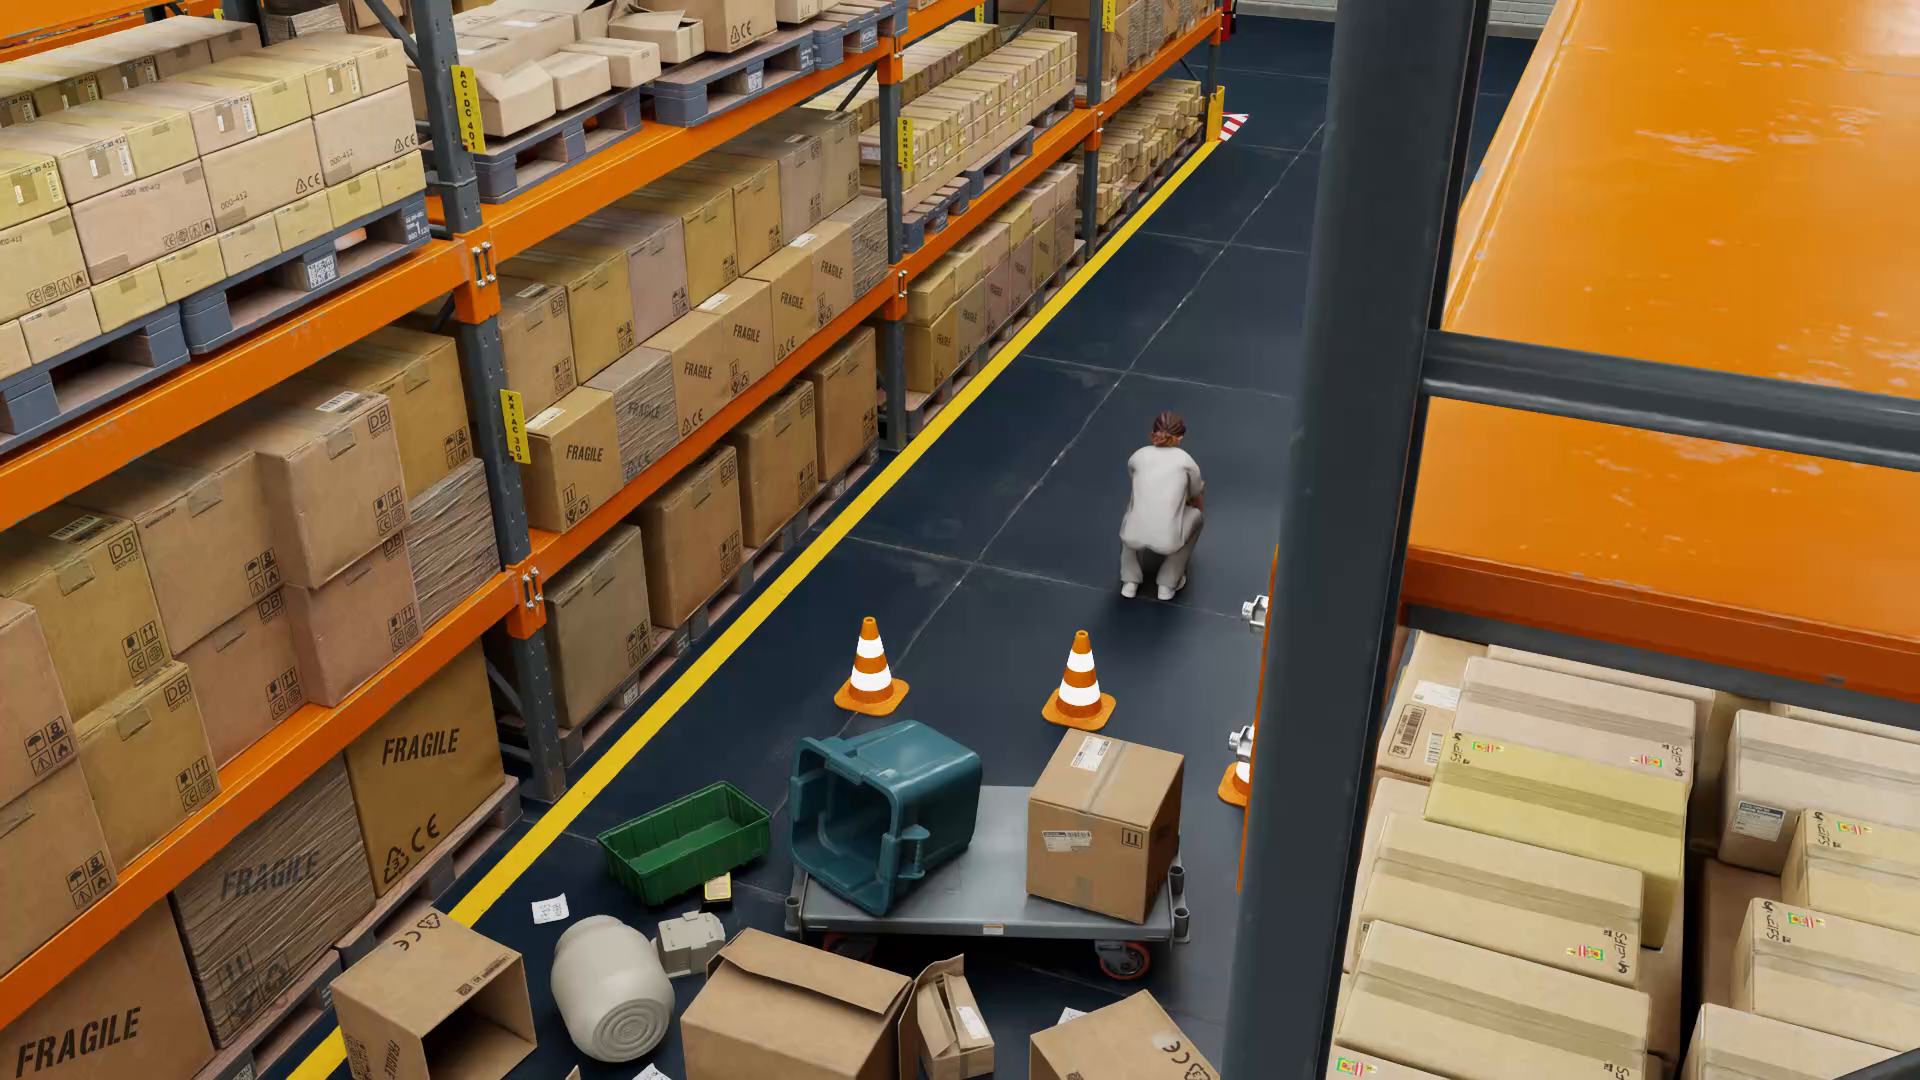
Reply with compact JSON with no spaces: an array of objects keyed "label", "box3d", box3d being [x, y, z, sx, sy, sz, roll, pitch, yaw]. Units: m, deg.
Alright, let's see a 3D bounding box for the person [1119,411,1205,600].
[{"label":"person","box3d":[1.143,-0.185,9.453,0.456,0.956,0.802,11,31,18]}]
